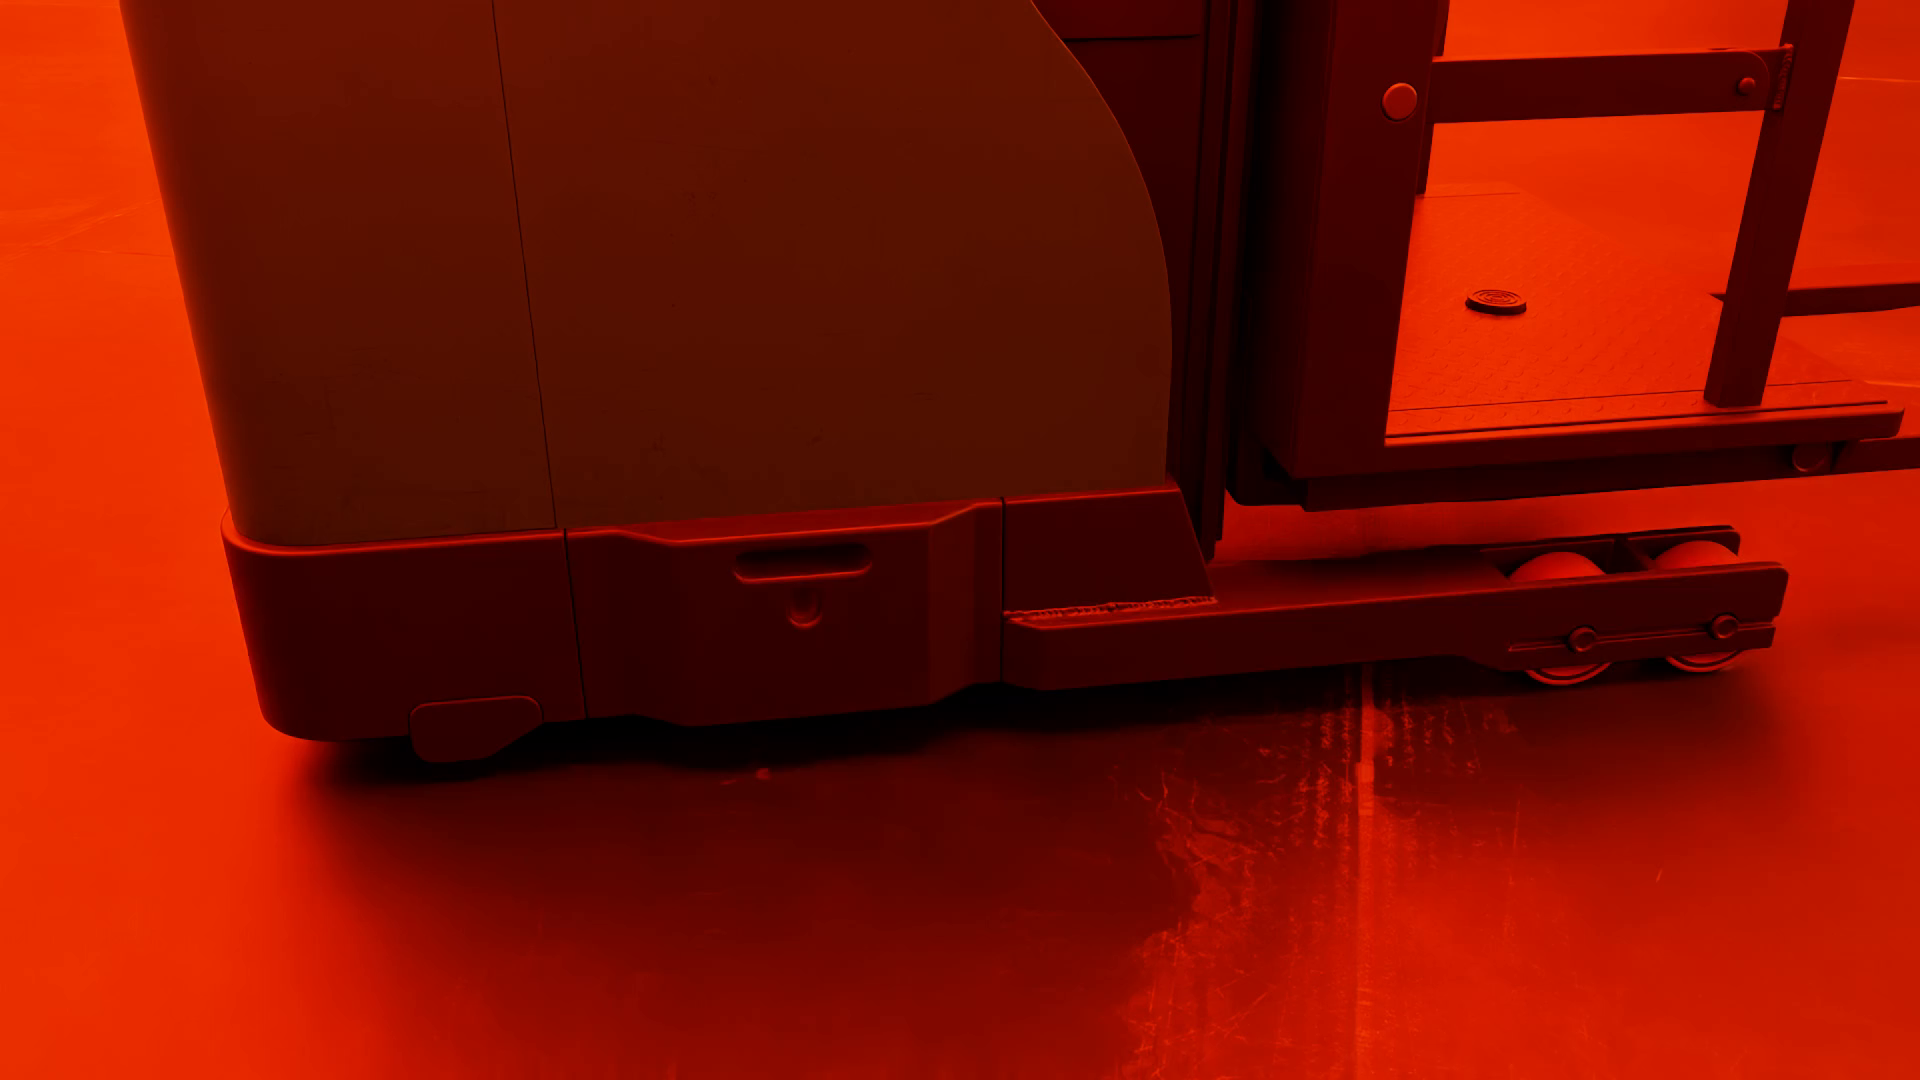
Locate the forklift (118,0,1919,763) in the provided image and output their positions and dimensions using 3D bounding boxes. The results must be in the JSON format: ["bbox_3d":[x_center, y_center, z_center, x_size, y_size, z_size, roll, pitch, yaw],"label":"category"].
[{"bbox_3d":[0.600,-1.354,1.930,3.031,2.935,1.130,-4,27,-9],"label":"forklift"}]
